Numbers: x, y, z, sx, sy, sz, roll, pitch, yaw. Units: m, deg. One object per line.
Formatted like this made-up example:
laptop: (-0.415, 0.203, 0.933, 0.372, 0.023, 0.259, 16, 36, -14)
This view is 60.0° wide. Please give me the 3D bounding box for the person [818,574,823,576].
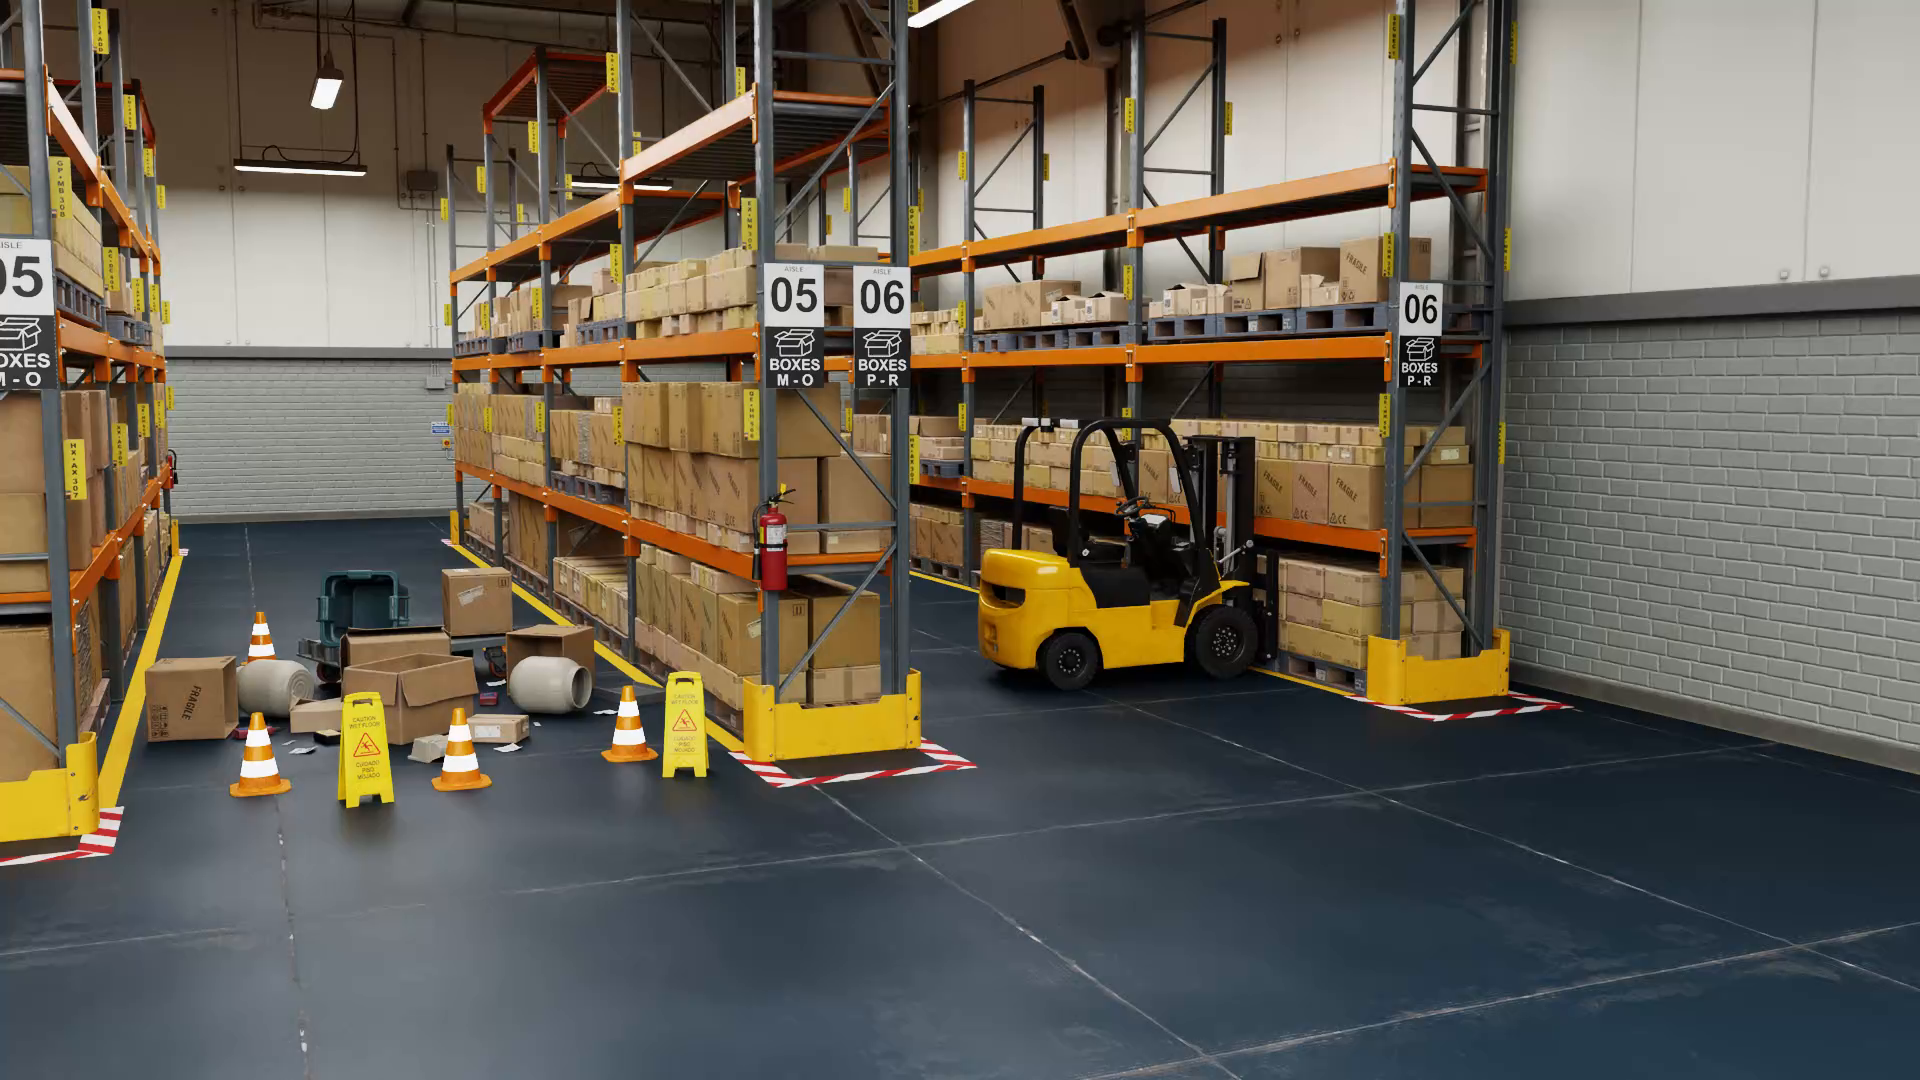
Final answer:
person: (-1.802, -0.309, 19.865, 0.579, 1.741, 0.872, -1, 5, -11)
